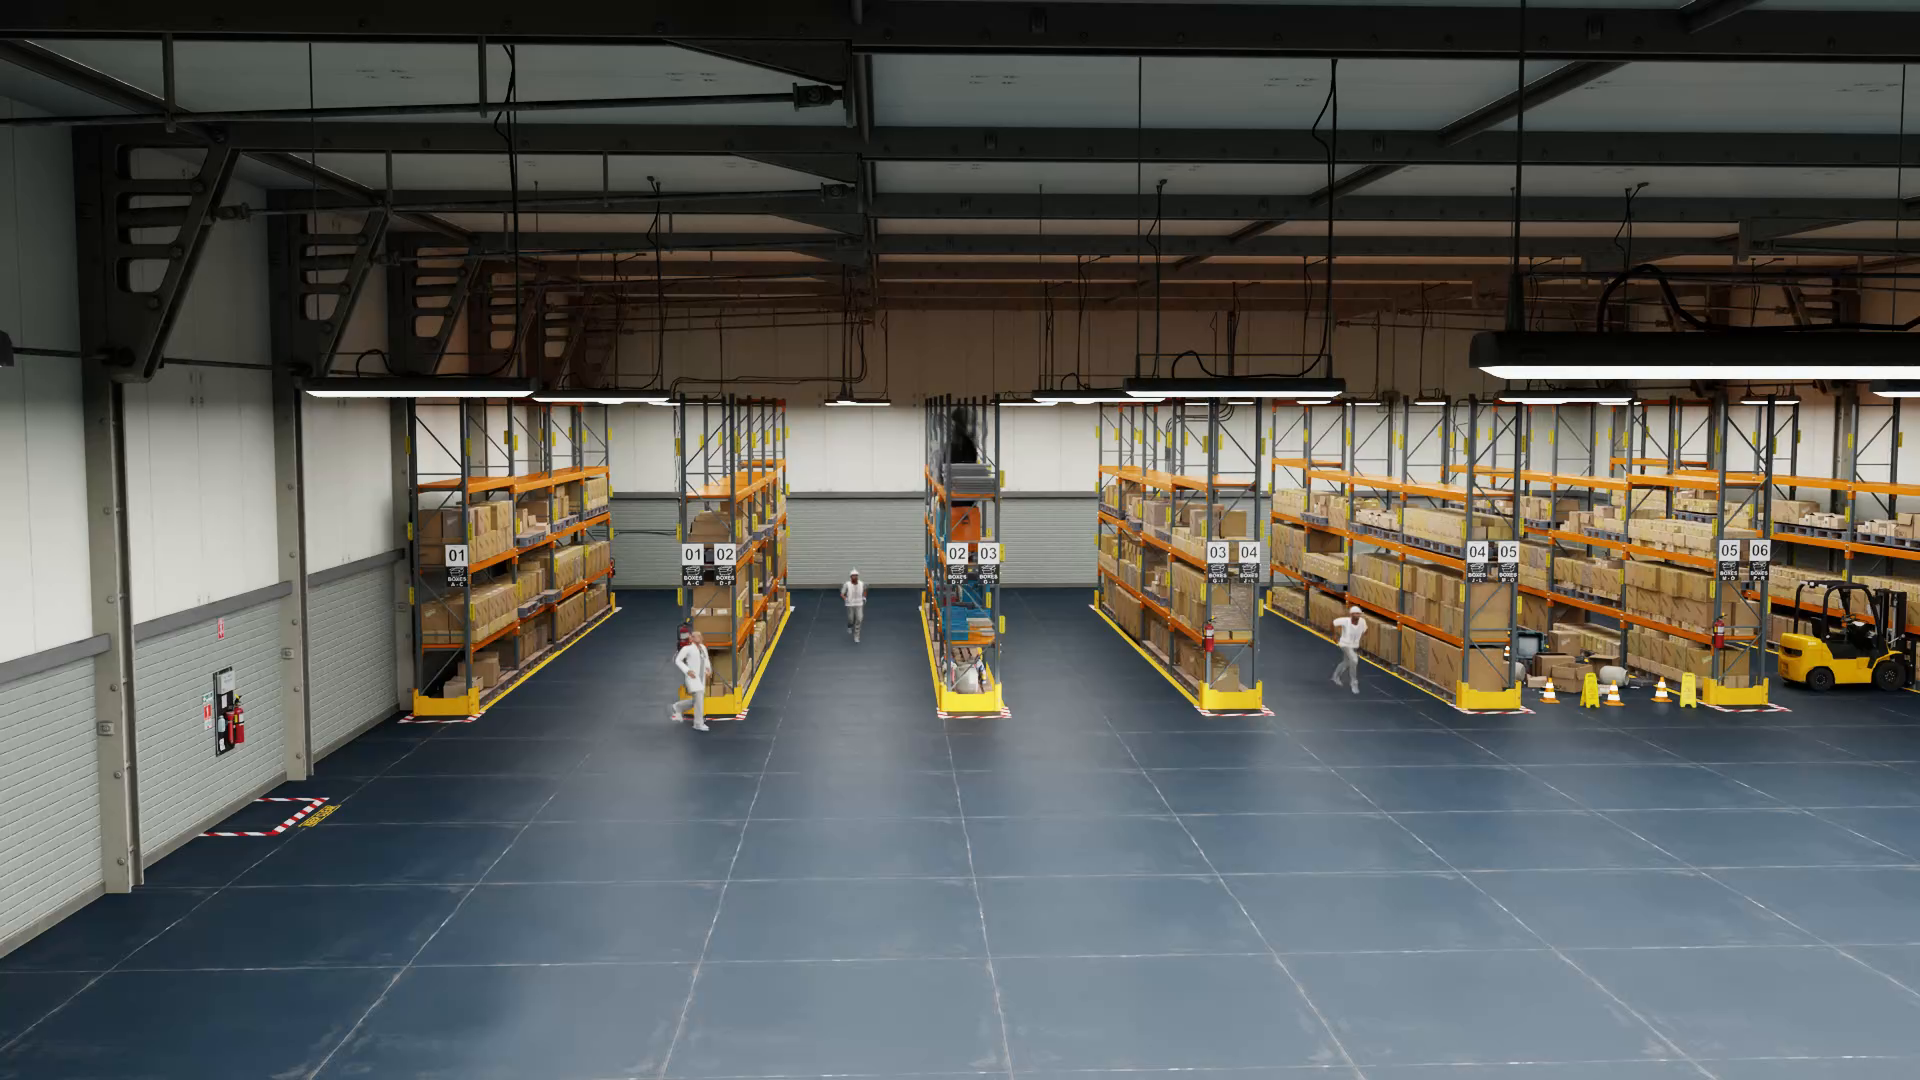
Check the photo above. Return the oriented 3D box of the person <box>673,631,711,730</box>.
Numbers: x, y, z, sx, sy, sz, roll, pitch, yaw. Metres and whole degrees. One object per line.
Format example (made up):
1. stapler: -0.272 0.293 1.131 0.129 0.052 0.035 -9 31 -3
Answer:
1. person: -4.800 2.514 29.907 0.893 1.779 0.747 3 5 32

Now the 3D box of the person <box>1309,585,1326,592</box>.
1. person: 10.836 0.884 50.061 0.712 1.581 0.557 -1 5 -17

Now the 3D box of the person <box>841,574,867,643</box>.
1. person: -2.590 1.638 40.888 0.683 1.729 0.849 -1 5 -15

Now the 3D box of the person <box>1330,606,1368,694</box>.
1. person: 7.880 2.200 33.784 0.690 1.774 0.964 -2 5 -27
